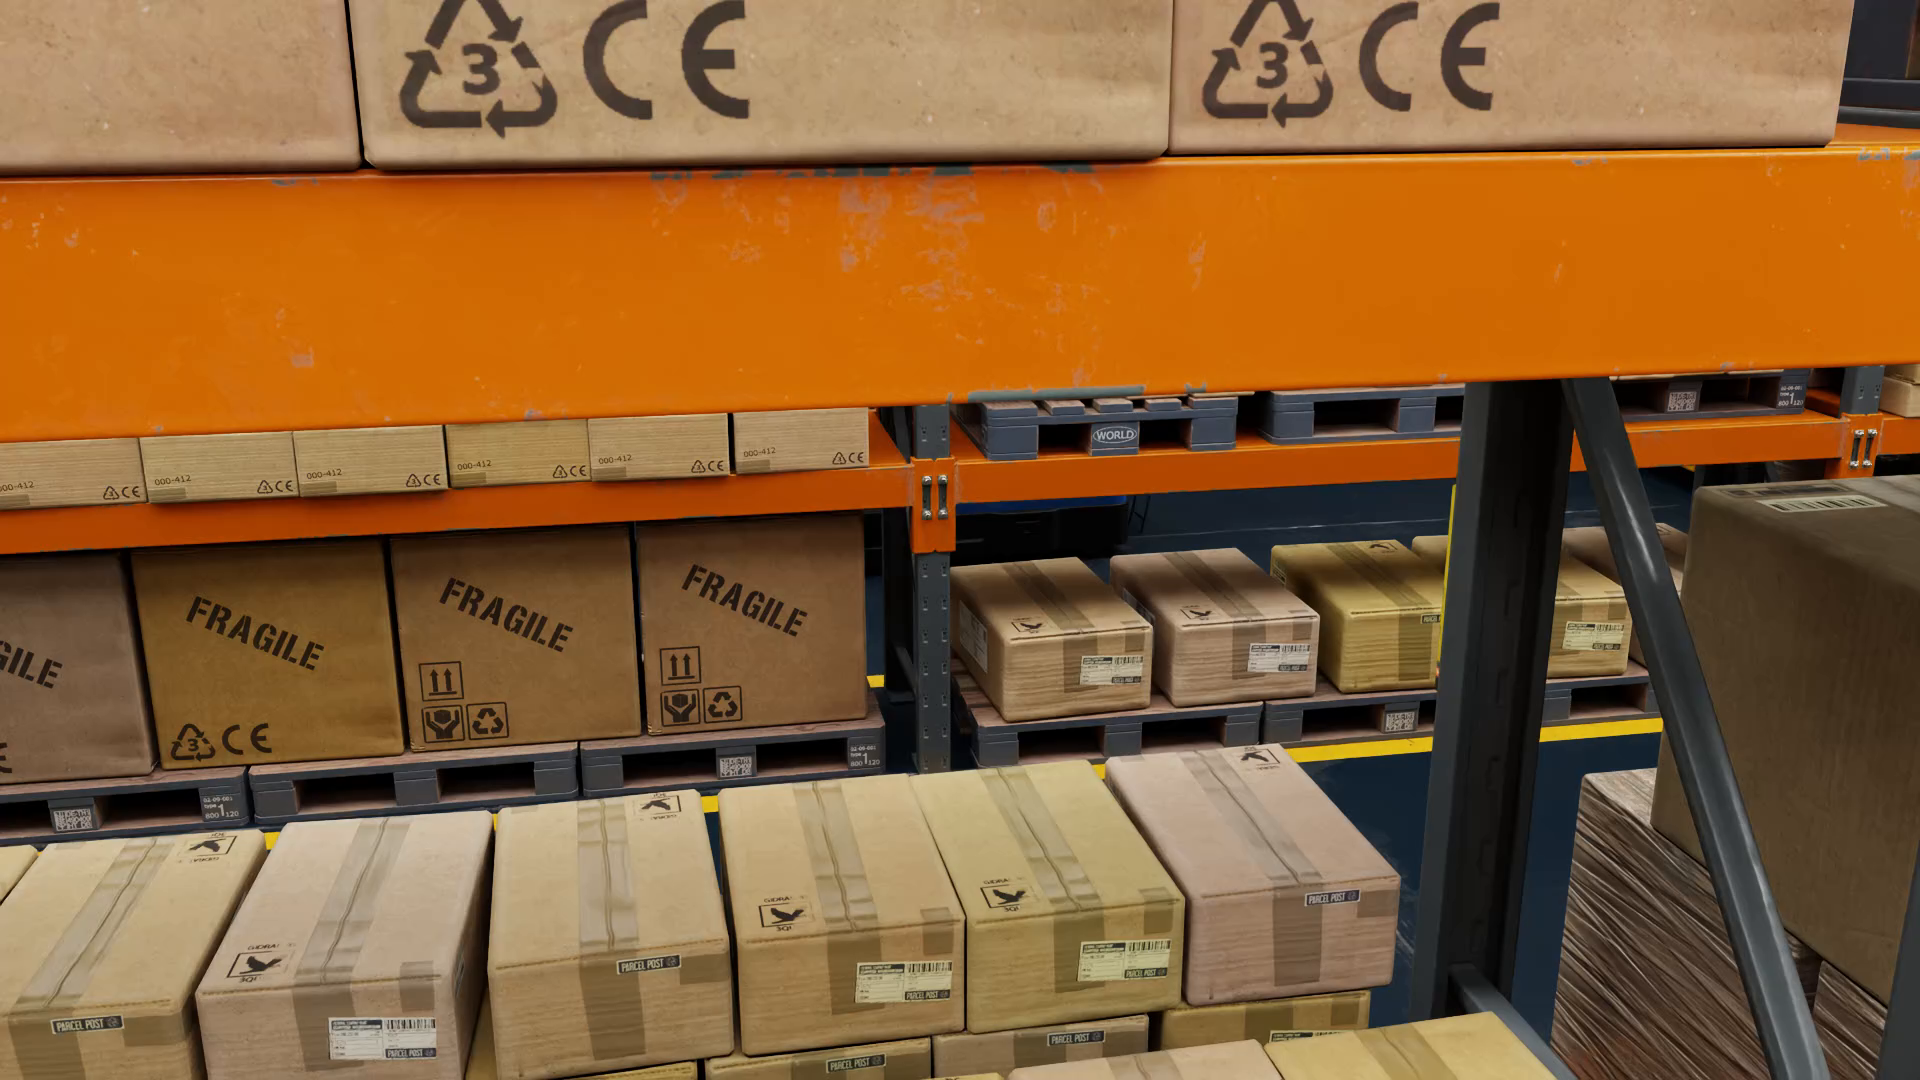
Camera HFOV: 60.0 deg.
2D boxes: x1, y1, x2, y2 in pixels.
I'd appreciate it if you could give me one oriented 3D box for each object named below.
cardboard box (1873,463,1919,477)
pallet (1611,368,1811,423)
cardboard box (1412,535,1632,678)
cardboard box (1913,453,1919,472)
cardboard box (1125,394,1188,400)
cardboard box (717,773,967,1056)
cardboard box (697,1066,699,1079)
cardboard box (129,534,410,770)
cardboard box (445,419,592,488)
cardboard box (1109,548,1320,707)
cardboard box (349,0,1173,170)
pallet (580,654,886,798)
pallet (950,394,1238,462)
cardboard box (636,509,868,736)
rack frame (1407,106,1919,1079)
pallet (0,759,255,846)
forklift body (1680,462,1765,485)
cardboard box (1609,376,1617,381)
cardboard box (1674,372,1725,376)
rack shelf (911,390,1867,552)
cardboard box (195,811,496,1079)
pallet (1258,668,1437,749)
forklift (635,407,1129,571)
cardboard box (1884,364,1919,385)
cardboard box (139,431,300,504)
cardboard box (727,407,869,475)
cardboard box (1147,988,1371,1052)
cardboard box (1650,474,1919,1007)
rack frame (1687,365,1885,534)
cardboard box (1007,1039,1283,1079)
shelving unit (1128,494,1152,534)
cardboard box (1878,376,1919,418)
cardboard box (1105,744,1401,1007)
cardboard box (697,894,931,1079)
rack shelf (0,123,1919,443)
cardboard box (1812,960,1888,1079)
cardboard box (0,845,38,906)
[{"bbox_3d":[4.364,-0.043,7.534,0.500,0.500,0.500,-2,17,-8],"label":"cardboard box"},{"bbox_3d":[2.956,-0.751,7.474,1.213,0.211,1.003,-3,17,-10],"label":"pallet"},{"bbox_3d":[2.514,0.283,7.541,0.625,0.372,0.950,-2,17,-7],"label":"cardboard box"},{"bbox_3d":[4.499,-0.343,7.405,0.250,0.149,0.380,-3,17,-10],"label":"cardboard box"},{"bbox_3d":[0.722,-0.674,6.609,0.250,0.149,0.380,-4,18,-14],"label":"cardboard box"},{"bbox_3d":[-0.151,0.434,1.990,0.250,0.149,0.380,-3,17,-11],"label":"cardboard box"},{"bbox_3d":[-0.426,0.733,2.030,0.250,0.149,0.380,-2,17,-8],"label":"cardboard box"},{"bbox_3d":[-2.642,0.307,6.606,0.875,0.875,0.875,-3,17,-9],"label":"cardboard box"},{"bbox_3d":[-1.637,-0.389,6.226,0.500,0.250,0.500,-3,17,-11],"label":"cardboard box"},{"bbox_3d":[1.086,0.363,7.281,0.625,0.372,0.950,-4,17,-12],"label":"cardboard box"},{"bbox_3d":[-0.156,-0.544,1.195,0.500,0.500,0.500,-3,17,-10],"label":"cardboard box"},{"bbox_3d":[-0.982,0.735,7.060,1.213,0.211,1.003,-3,17,-10],"label":"pallet"},{"bbox_3d":[0.486,-0.599,6.980,1.003,0.211,1.213,-3,17,-10],"label":"pallet"},{"bbox_3d":[-0.887,0.209,6.926,0.875,0.875,0.875,-3,17,-11],"label":"cardboard box"},{"bbox_3d":[0.845,0.802,2.092,0.053,2.616,0.949,-3,17,-10],"label":"rack frame"},{"bbox_3d":[-3.378,0.871,6.618,1.213,0.211,1.003,-3,17,-10],"label":"pallet"},{"bbox_3d":[5.200,-1.459,10.900,1.214,2.155,2.313,-3,17,-10],"label":"forklift body"},{"bbox_3d":[2.523,-0.766,6.910,0.250,0.149,0.380,-3,17,-10],"label":"cardboard box"},{"bbox_3d":[3.019,-0.806,7.040,0.250,0.149,0.380,-4,17,-12],"label":"cardboard box"},{"bbox_3d":[1.770,-0.388,7.191,4.000,0.370,1.077,-3,17,-10],"label":"rack shelf"},{"bbox_3d":[-0.676,0.464,1.891,0.250,0.149,0.380,-2,17,-8],"label":"cardboard box"},{"bbox_3d":[1.769,0.603,7.491,1.213,0.211,1.003,-3,17,-10],"label":"pallet"},{"bbox_3d":[-0.607,-1.361,9.250,3.031,2.935,1.130,-4,17,-12],"label":"forklift"},{"bbox_3d":[4.219,-0.977,7.208,0.500,0.500,0.500,-3,17,-11],"label":"cardboard box"},{"bbox_3d":[-2.625,-0.328,6.025,0.500,0.250,0.500,-3,17,-11],"label":"cardboard box"},{"bbox_3d":[-0.641,-0.446,6.409,0.500,0.250,0.500,-4,17,-12],"label":"cardboard box"},{"bbox_3d":[0.332,0.547,2.128,0.250,0.149,0.380,-2,17,-8],"label":"cardboard box"},{"bbox_3d":[1.288,0.253,2.006,0.500,0.500,0.700,-3,17,-11],"label":"cardboard box"},{"bbox_3d":[3.734,-0.843,7.448,0.127,3.000,1.000,-3,17,-10],"label":"rack frame"},{"bbox_3d":[0.204,0.609,1.421,0.250,0.149,0.380,-3,17,-11],"label":"cardboard box"},{"bbox_3d":[1.091,-0.653,9.871,0.189,1.200,0.258,8,15,-16],"label":"shelving unit"},{"bbox_3d":[4.104,-0.648,7.241,0.250,0.149,0.380,-3,17,-11],"label":"cardboard box"},{"bbox_3d":[0.350,0.406,2.080,0.250,0.149,0.380,-3,17,-10],"label":"cardboard box"},{"bbox_3d":[-0.195,0.579,2.025,0.250,0.149,0.380,-4,17,-12],"label":"cardboard box"},{"bbox_3d":[-1.119,-0.178,1.398,4.000,0.370,1.077,-3,17,-10],"label":"rack shelf"},{"bbox_3d":[1.337,0.806,1.909,0.500,0.500,0.500,-3,17,-10],"label":"cardboard box"},{"bbox_3d":[-1.181,0.492,1.800,0.250,0.149,0.380,-3,17,-11],"label":"cardboard box"}]
